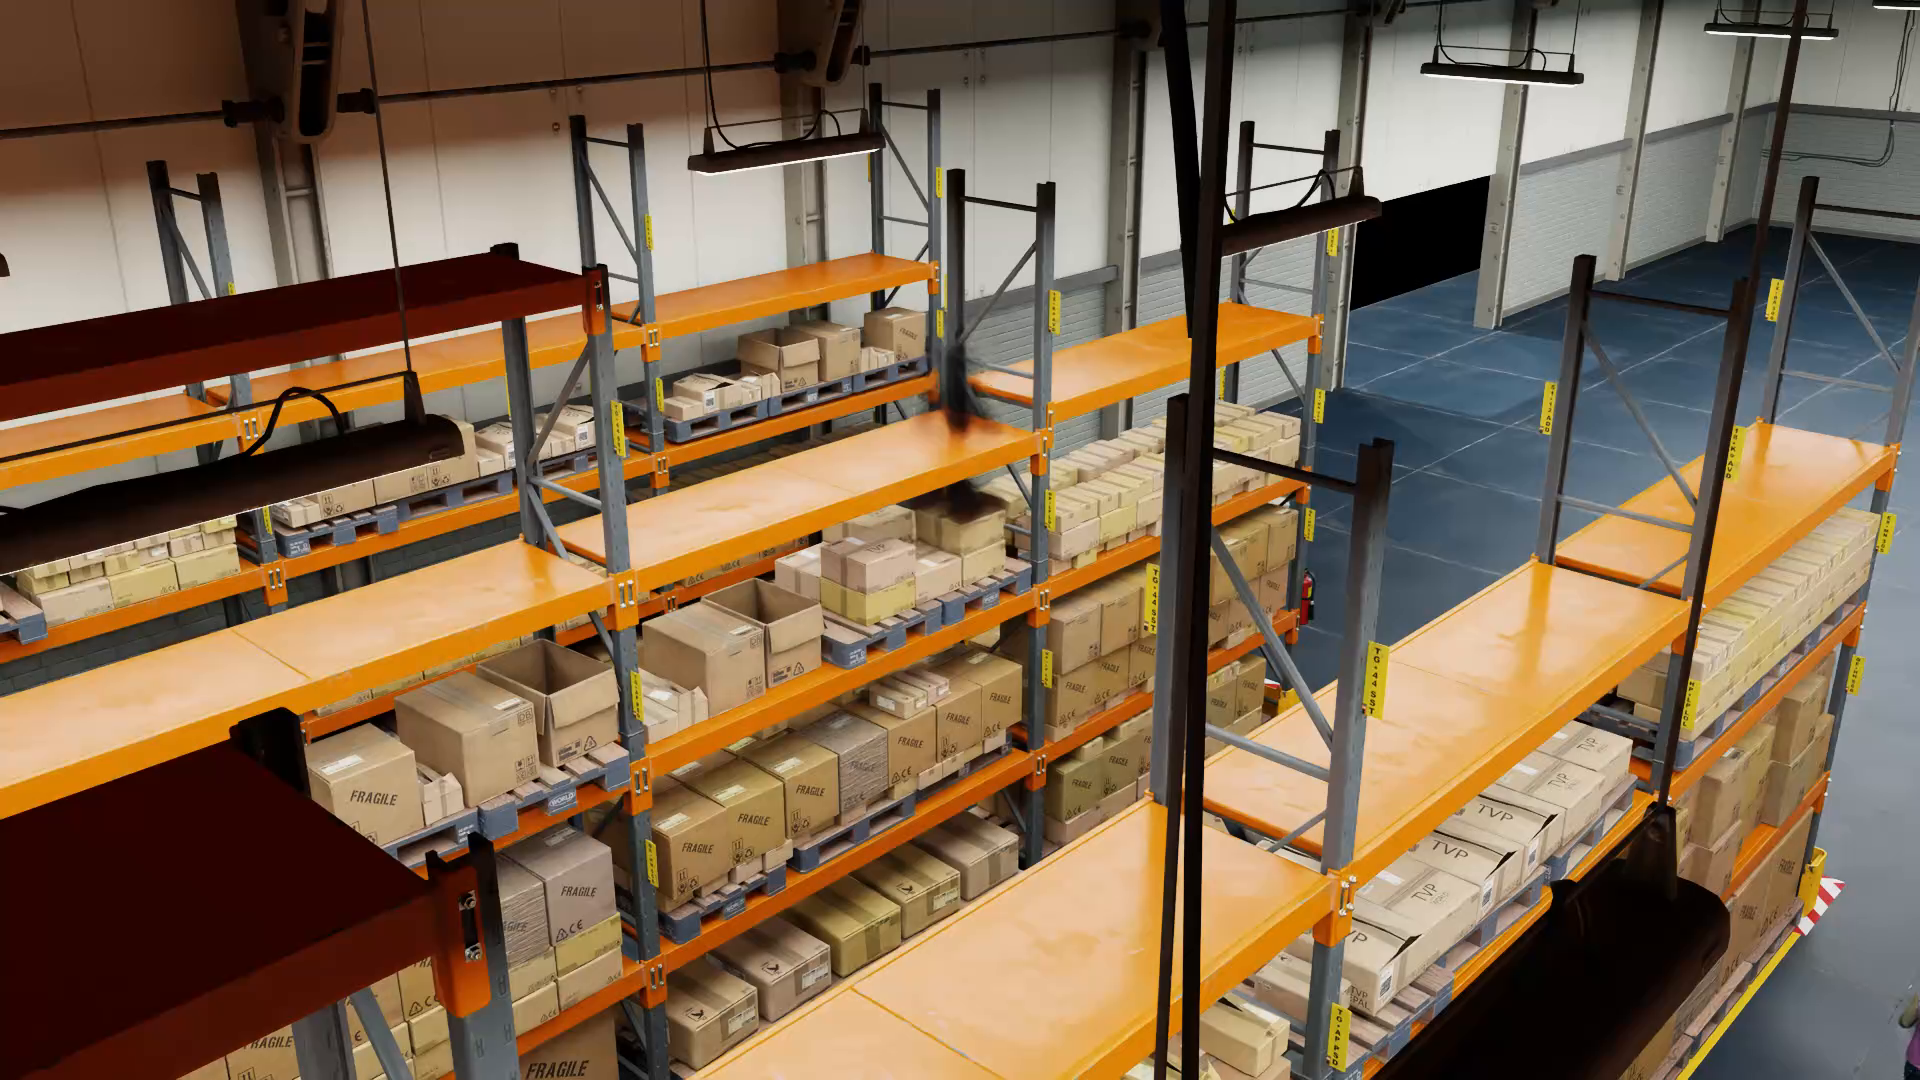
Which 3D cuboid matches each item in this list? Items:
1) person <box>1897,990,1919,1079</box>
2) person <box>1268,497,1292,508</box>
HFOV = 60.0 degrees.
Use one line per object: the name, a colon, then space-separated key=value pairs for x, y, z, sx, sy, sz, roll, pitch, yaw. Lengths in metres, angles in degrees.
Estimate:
person: x=6.361 y=3.474 z=10.863 sx=0.522 sy=1.647 sz=0.736 roll=10 pitch=24 yaw=25
person: x=3.906 y=-0.379 z=20.874 sx=0.615 sy=1.625 sz=0.966 roll=6 pitch=22 yaw=15
